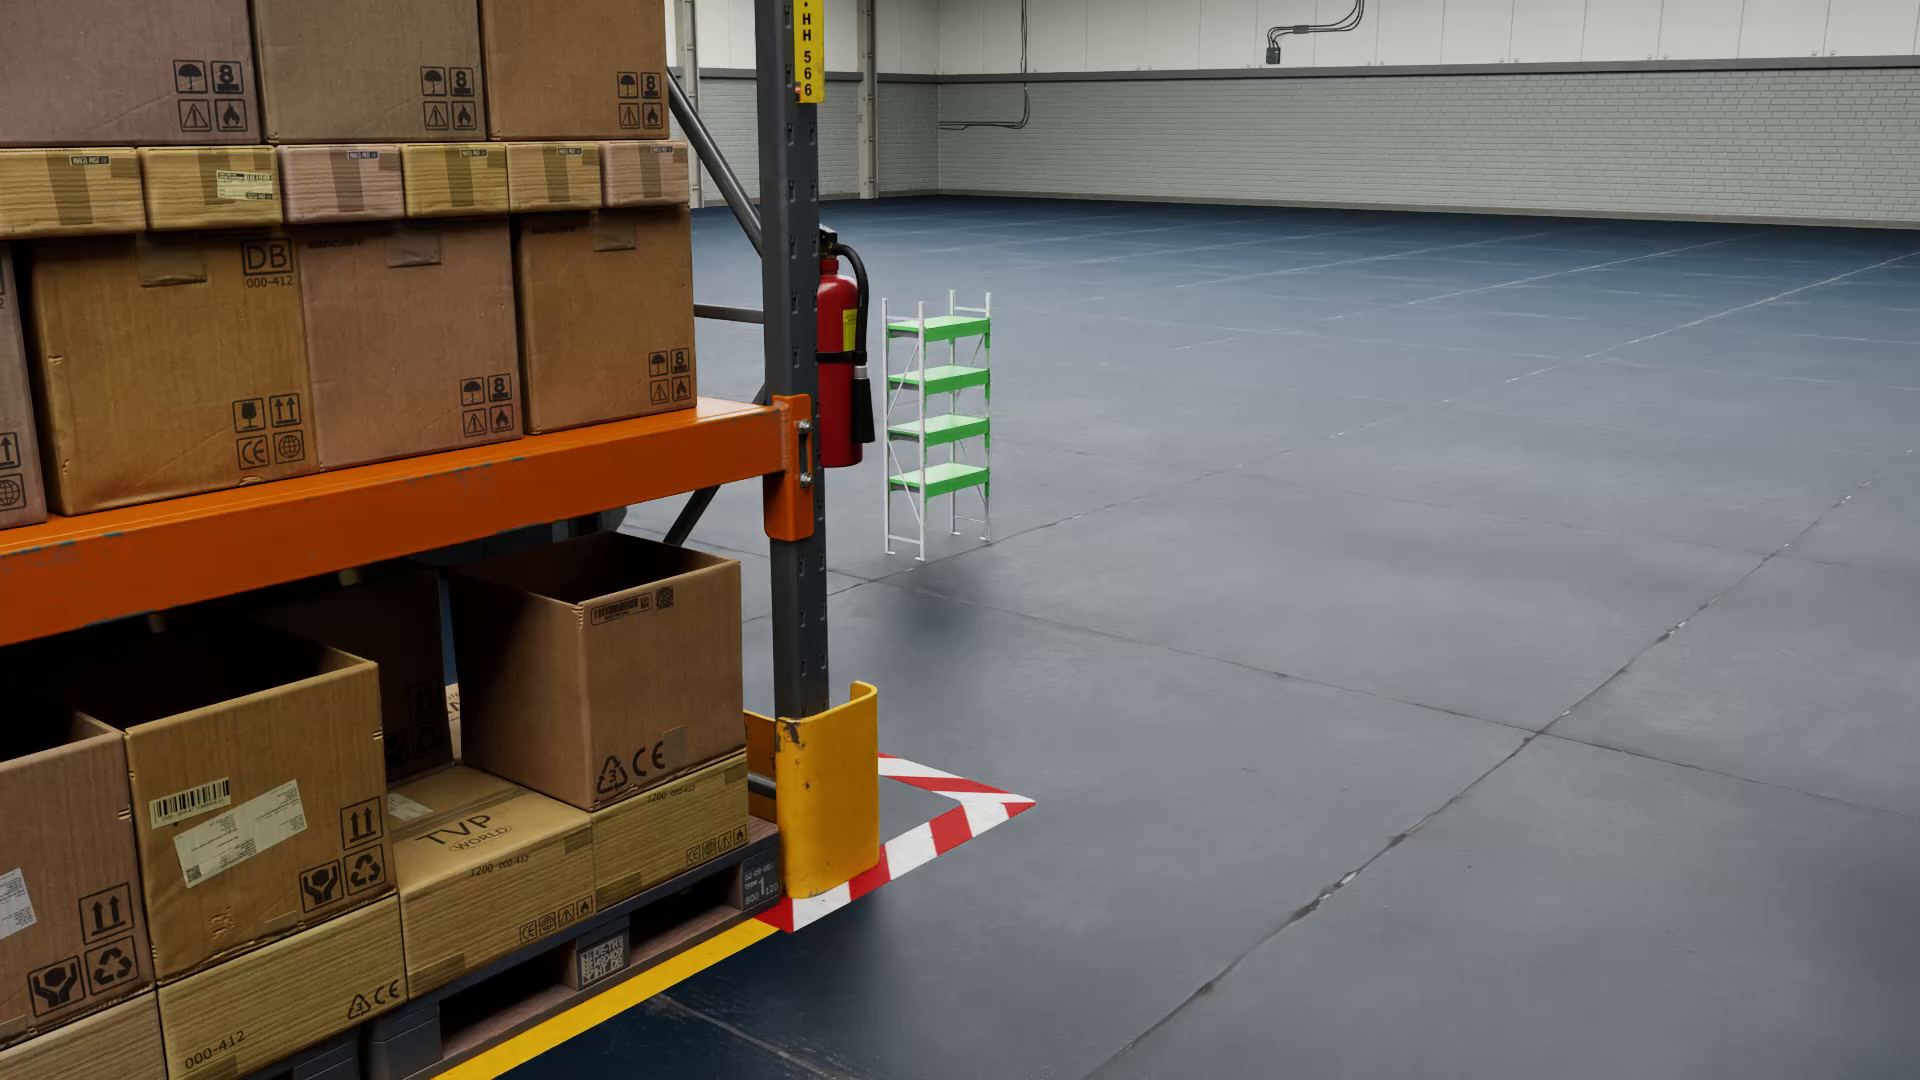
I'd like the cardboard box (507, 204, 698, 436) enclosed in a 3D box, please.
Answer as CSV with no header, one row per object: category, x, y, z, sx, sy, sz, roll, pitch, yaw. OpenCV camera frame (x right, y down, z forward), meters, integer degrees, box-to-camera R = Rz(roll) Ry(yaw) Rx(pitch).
cardboard box,-1.078,-0.579,4.107,0.700,0.500,0.500,11,18,38

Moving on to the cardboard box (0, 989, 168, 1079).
cardboard box,-1.816,0.949,3.028,0.500,0.250,0.500,11,18,38

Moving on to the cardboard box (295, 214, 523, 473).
cardboard box,-1.405,-0.478,3.708,0.700,0.500,0.500,12,18,39

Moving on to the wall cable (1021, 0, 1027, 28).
wall cable,2.652,-13.995,40.987,3.097,2.526,0.112,11,18,38

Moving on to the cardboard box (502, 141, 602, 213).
cardboard box,-1.030,-0.828,3.769,0.380,0.149,0.250,12,18,39

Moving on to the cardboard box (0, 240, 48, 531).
cardboard box,-2.049,-0.282,2.938,0.700,0.500,0.500,12,19,39

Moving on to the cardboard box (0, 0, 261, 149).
cardboard box,-1.754,-0.999,3.127,0.700,0.500,0.500,11,18,38

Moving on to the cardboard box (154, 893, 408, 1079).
cardboard box,-1.500,0.853,3.403,0.500,0.250,0.500,11,18,38

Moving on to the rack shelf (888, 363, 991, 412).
rack shelf,-0.104,-0.721,7.807,0.258,0.148,0.480,11,18,38

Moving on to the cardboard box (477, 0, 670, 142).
cardboard box,-1.111,-1.198,3.907,0.700,0.500,0.500,11,18,38

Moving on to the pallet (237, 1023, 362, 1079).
pallet,-1.990,1.119,3.289,1.003,0.211,1.213,11,18,38

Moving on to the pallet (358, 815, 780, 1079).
pallet,-1.223,0.886,4.204,1.003,0.211,1.213,11,18,38

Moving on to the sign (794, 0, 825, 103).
sign,-0.362,-1.207,3.950,0.100,0.325,0.005,11,18,38

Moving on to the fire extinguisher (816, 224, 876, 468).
fire extinguisher,-0.339,-0.531,4.279,0.296,0.674,0.183,11,18,38

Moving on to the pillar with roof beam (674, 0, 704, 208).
pillar with roof beam,-2.755,-11.296,34.314,9.100,9.000,0.400,11,18,38

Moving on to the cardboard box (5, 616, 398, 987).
cardboard box,-1.498,0.490,3.309,0.500,0.500,0.500,11,18,38

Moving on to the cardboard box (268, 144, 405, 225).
cardboard box,-1.351,-0.731,3.387,0.380,0.149,0.250,12,18,38

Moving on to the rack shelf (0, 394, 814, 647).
rack shelf,-2.032,0.114,3.044,1.077,0.370,4.000,11,18,38

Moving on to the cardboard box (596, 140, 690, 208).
cardboard box,-0.867,-0.878,3.967,0.380,0.149,0.250,11,18,37

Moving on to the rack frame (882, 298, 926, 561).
rack frame,-0.257,-0.503,7.666,0.240,1.200,0.015,11,18,38

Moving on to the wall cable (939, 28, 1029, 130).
wall cable,0.548,-11.966,43.257,3.097,2.526,0.112,11,18,38

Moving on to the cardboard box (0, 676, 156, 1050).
cardboard box,-1.813,0.586,2.933,0.500,0.500,0.500,11,18,38

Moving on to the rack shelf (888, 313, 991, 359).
rack shelf,-0.104,-0.953,7.748,0.258,0.148,0.480,11,18,38

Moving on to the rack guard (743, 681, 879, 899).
rack guard,-0.760,0.589,4.789,1.175,0.500,0.348,11,18,38

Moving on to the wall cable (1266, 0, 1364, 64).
wall cable,7.922,-13.647,36.661,2.305,6.003,0.169,11,18,38

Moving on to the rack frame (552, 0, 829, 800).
rack frame,-0.775,-0.618,4.463,1.000,3.000,0.127,11,18,38

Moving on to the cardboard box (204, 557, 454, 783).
cardboard box,-1.598,0.312,4.011,0.500,0.500,0.500,11,18,38

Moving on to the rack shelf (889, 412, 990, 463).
rack shelf,-0.104,-0.488,7.866,0.258,0.148,0.480,11,18,38

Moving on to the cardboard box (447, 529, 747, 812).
cardboard box,-0.880,0.297,4.072,0.500,0.500,0.500,11,18,38

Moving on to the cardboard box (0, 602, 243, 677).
cardboard box,-1.902,0.410,3.626,0.500,0.500,0.500,11,18,38

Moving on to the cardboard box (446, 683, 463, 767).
cardboard box,-1.285,0.579,4.481,0.500,0.250,0.500,11,18,38

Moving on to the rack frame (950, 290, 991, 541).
rack frame,0.049,-0.597,8.034,0.240,1.200,0.015,11,18,38

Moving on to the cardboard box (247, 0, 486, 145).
cardboard box,-1.438,-1.096,3.507,0.700,0.500,0.500,11,18,36

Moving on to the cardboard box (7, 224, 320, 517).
cardboard box,-1.721,-0.383,3.337,0.700,0.500,0.500,11,18,38

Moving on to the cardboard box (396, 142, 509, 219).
cardboard box,-1.191,-0.779,3.576,0.380,0.149,0.250,11,18,37

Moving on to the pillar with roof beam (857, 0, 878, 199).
pillar with roof beam,1.016,-12.445,38.837,9.100,9.000,0.400,11,18,38

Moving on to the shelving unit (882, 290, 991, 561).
shelving unit,-0.104,-0.550,7.850,0.258,1.200,0.503,11,18,38

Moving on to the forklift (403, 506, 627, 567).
forklift,-3.162,-1.359,7.521,3.031,2.935,1.130,-1,14,-3

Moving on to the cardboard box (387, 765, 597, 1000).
cardboard box,-1.187,0.757,3.781,0.500,0.250,0.500,11,18,38

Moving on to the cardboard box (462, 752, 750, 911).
cardboard box,-0.882,0.660,4.166,0.500,0.250,0.500,11,18,38

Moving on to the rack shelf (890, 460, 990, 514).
rack shelf,-0.104,-0.255,7.925,0.258,0.148,0.480,11,18,38

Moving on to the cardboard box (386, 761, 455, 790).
cardboard box,-1.596,0.676,4.102,0.500,0.250,0.500,11,18,38

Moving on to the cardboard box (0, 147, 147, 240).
cardboard box,-1.679,-0.630,2.990,0.380,0.149,0.250,12,18,39

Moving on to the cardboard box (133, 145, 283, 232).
cardboard box,-1.515,-0.681,3.189,0.380,0.149,0.250,12,19,39
